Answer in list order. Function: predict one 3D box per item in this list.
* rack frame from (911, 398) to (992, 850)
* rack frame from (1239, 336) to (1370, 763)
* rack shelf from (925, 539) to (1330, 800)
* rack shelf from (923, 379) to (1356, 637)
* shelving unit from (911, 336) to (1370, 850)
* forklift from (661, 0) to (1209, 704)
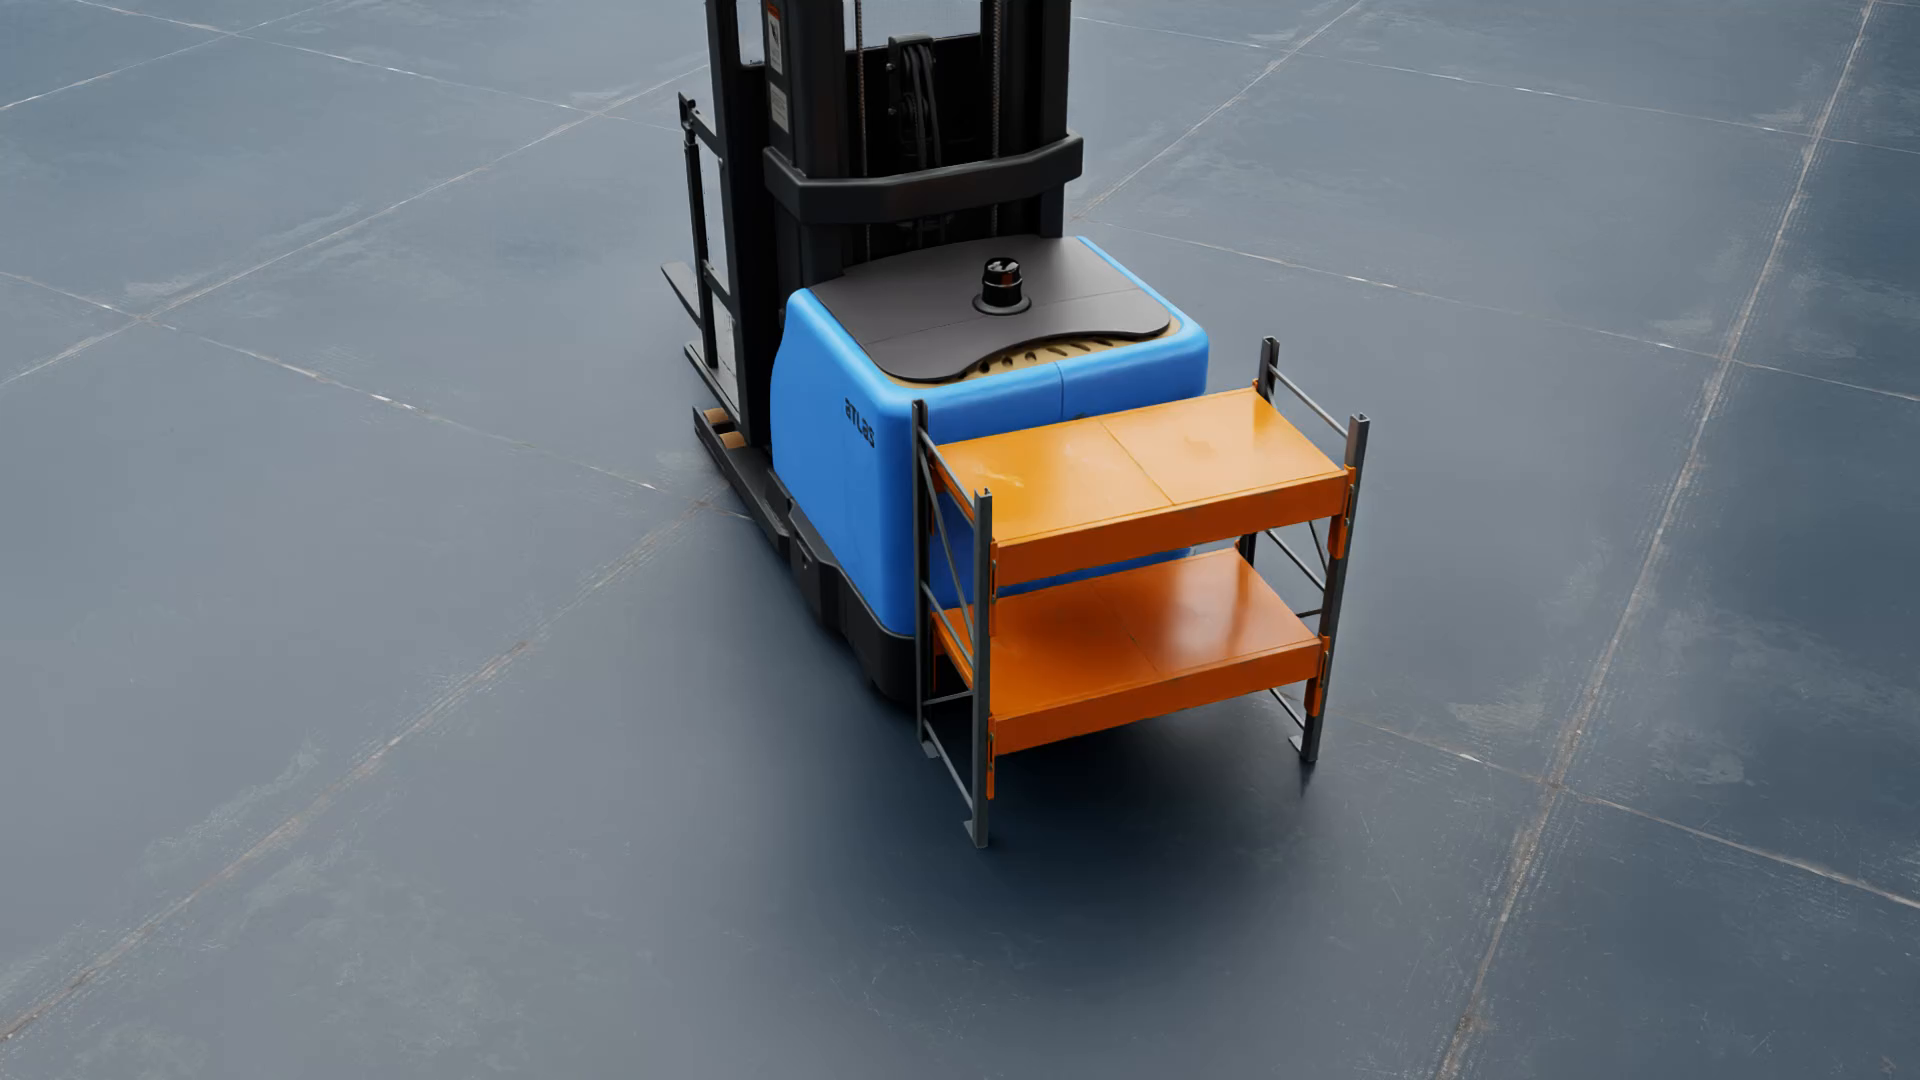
[{"bbox_3d":[-0.025,0.237,4.380,0.032,1.125,0.500,-12,35,-17],"label":"rack frame"},{"bbox_3d":[0.929,0.041,4.674,0.032,1.125,0.500,-12,35,-17],"label":"rack frame"},{"bbox_3d":[0.452,0.342,4.663,1.000,0.278,0.538,-12,35,-17],"label":"rack shelf"},{"bbox_3d":[0.452,-0.105,4.365,1.000,0.278,0.538,-12,35,-17],"label":"rack shelf"},{"bbox_3d":[0.452,0.139,4.527,1.048,1.125,0.538,-12,35,-17],"label":"shelving unit"},{"bbox_3d":[-0.345,-1.542,5.422,1.130,2.935,3.031,-14,36,-20],"label":"forklift"}]
